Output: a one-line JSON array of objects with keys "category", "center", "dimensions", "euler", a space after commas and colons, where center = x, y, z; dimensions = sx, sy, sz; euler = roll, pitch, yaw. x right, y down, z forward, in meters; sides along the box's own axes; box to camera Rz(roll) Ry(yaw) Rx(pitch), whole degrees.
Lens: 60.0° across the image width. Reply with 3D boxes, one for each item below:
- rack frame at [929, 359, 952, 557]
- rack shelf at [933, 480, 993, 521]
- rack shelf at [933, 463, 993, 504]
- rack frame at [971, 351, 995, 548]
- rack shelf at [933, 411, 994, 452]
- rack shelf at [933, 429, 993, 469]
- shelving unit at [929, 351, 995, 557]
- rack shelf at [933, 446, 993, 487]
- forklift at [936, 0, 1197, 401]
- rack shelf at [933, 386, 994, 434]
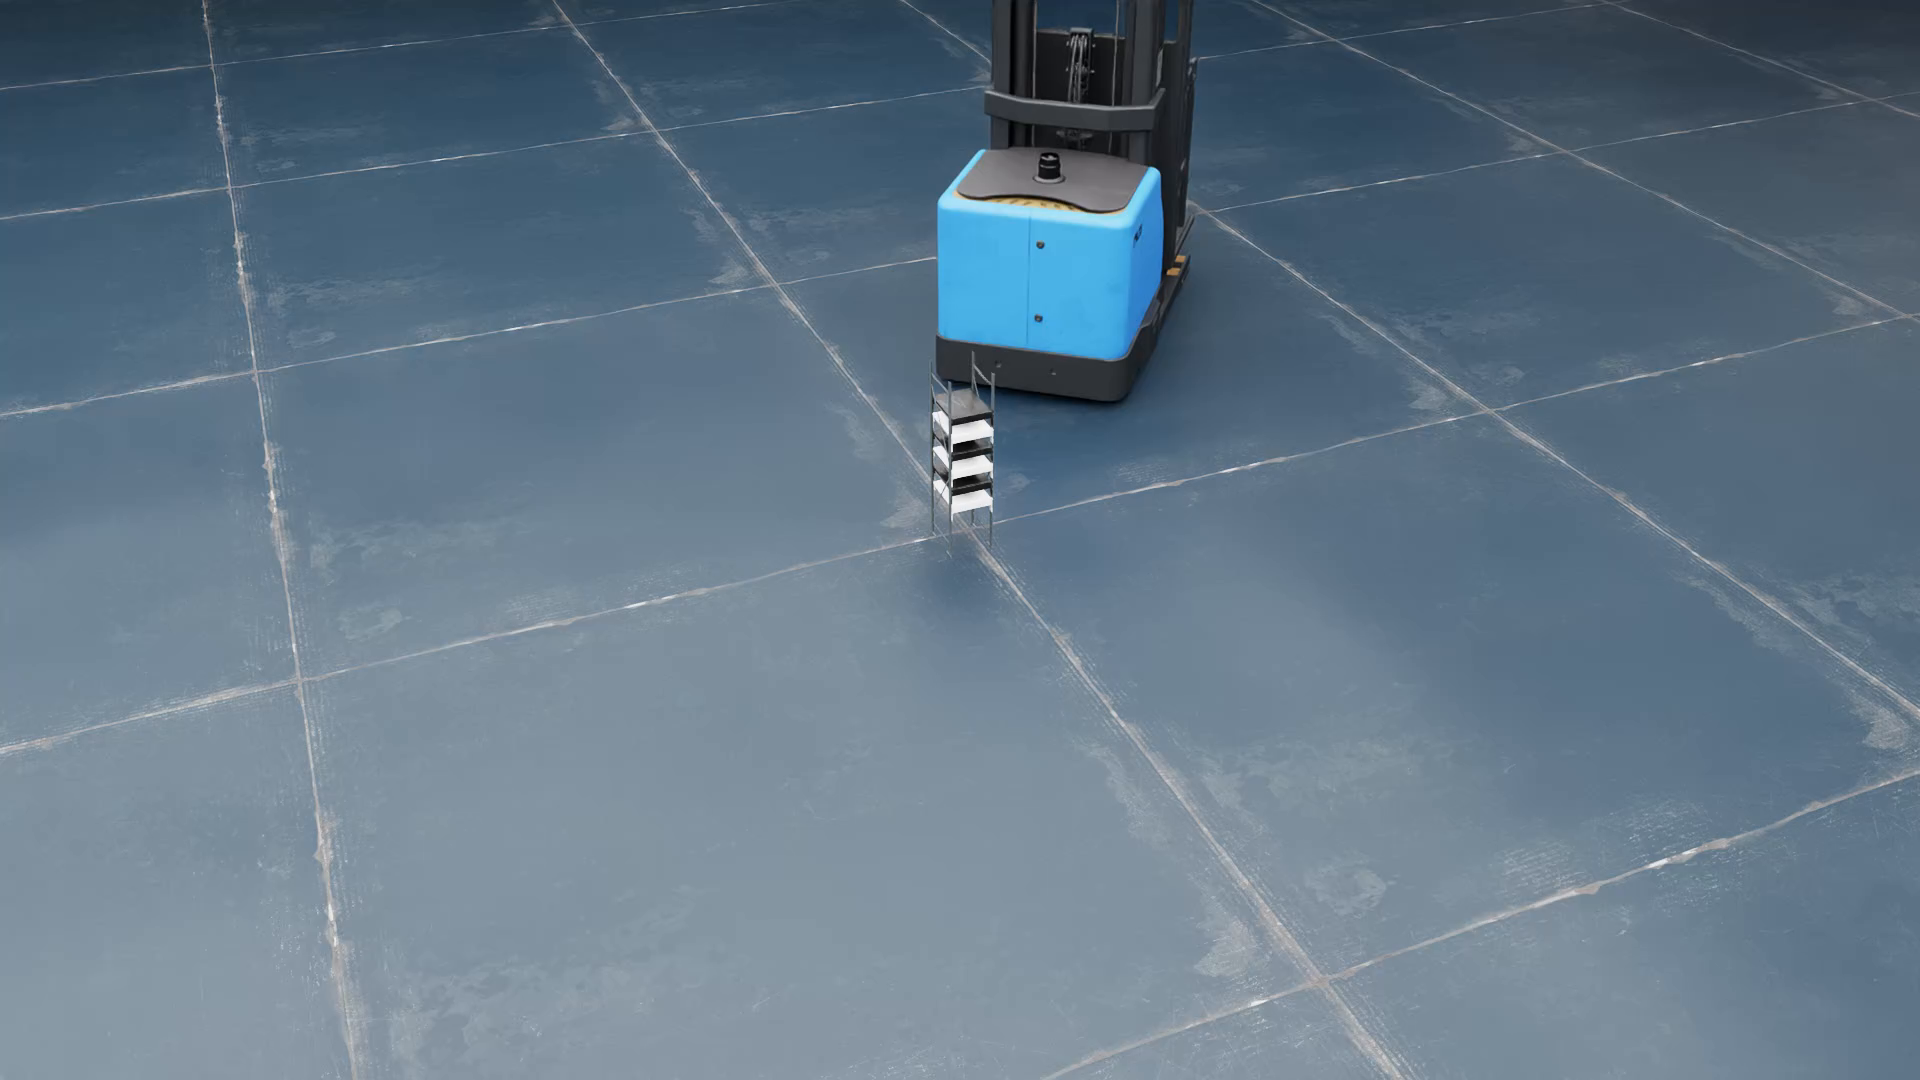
[{"category": "rack frame", "center": [-0.086, -0.357, 7.474], "dimensions": [0.006, 0.900, 0.240], "euler": [-13, 35, -19]}, {"category": "rack shelf", "center": [0.007, -0.200, 7.624], "dimensions": [0.200, 0.077, 0.258], "euler": [-13, 35, -19]}, {"category": "rack shelf", "center": [0.007, -0.276, 7.574], "dimensions": [0.200, 0.077, 0.258], "euler": [-13, 35, -19]}, {"category": "rack frame", "center": [0.101, -0.400, 7.540], "dimensions": [0.006, 0.900, 0.240], "euler": [-13, 35, -19]}, {"category": "rack shelf", "center": [0.007, -0.502, 7.427], "dimensions": [0.200, 0.077, 0.258], "euler": [-13, 35, -19]}, {"category": "rack shelf", "center": [0.007, -0.426, 7.476], "dimensions": [0.200, 0.077, 0.258], "euler": [-13, 35, -19]}, {"category": "shelving unit", "center": [0.007, -0.379, 7.507], "dimensions": [0.210, 0.900, 0.258], "euler": [-13, 35, -19]}, {"category": "rack shelf", "center": [0.007, -0.351, 7.525], "dimensions": [0.200, 0.077, 0.258], "euler": [-13, 35, -19]}, {"category": "forklift", "center": [0.779, -2.755, 9.297], "dimensions": [1.130, 2.935, 3.031], "euler": [9, 34, 14]}, {"category": "rack shelf", "center": [0.007, -0.577, 7.378], "dimensions": [0.200, 0.077, 0.258], "euler": [-13, 35, -19]}]
